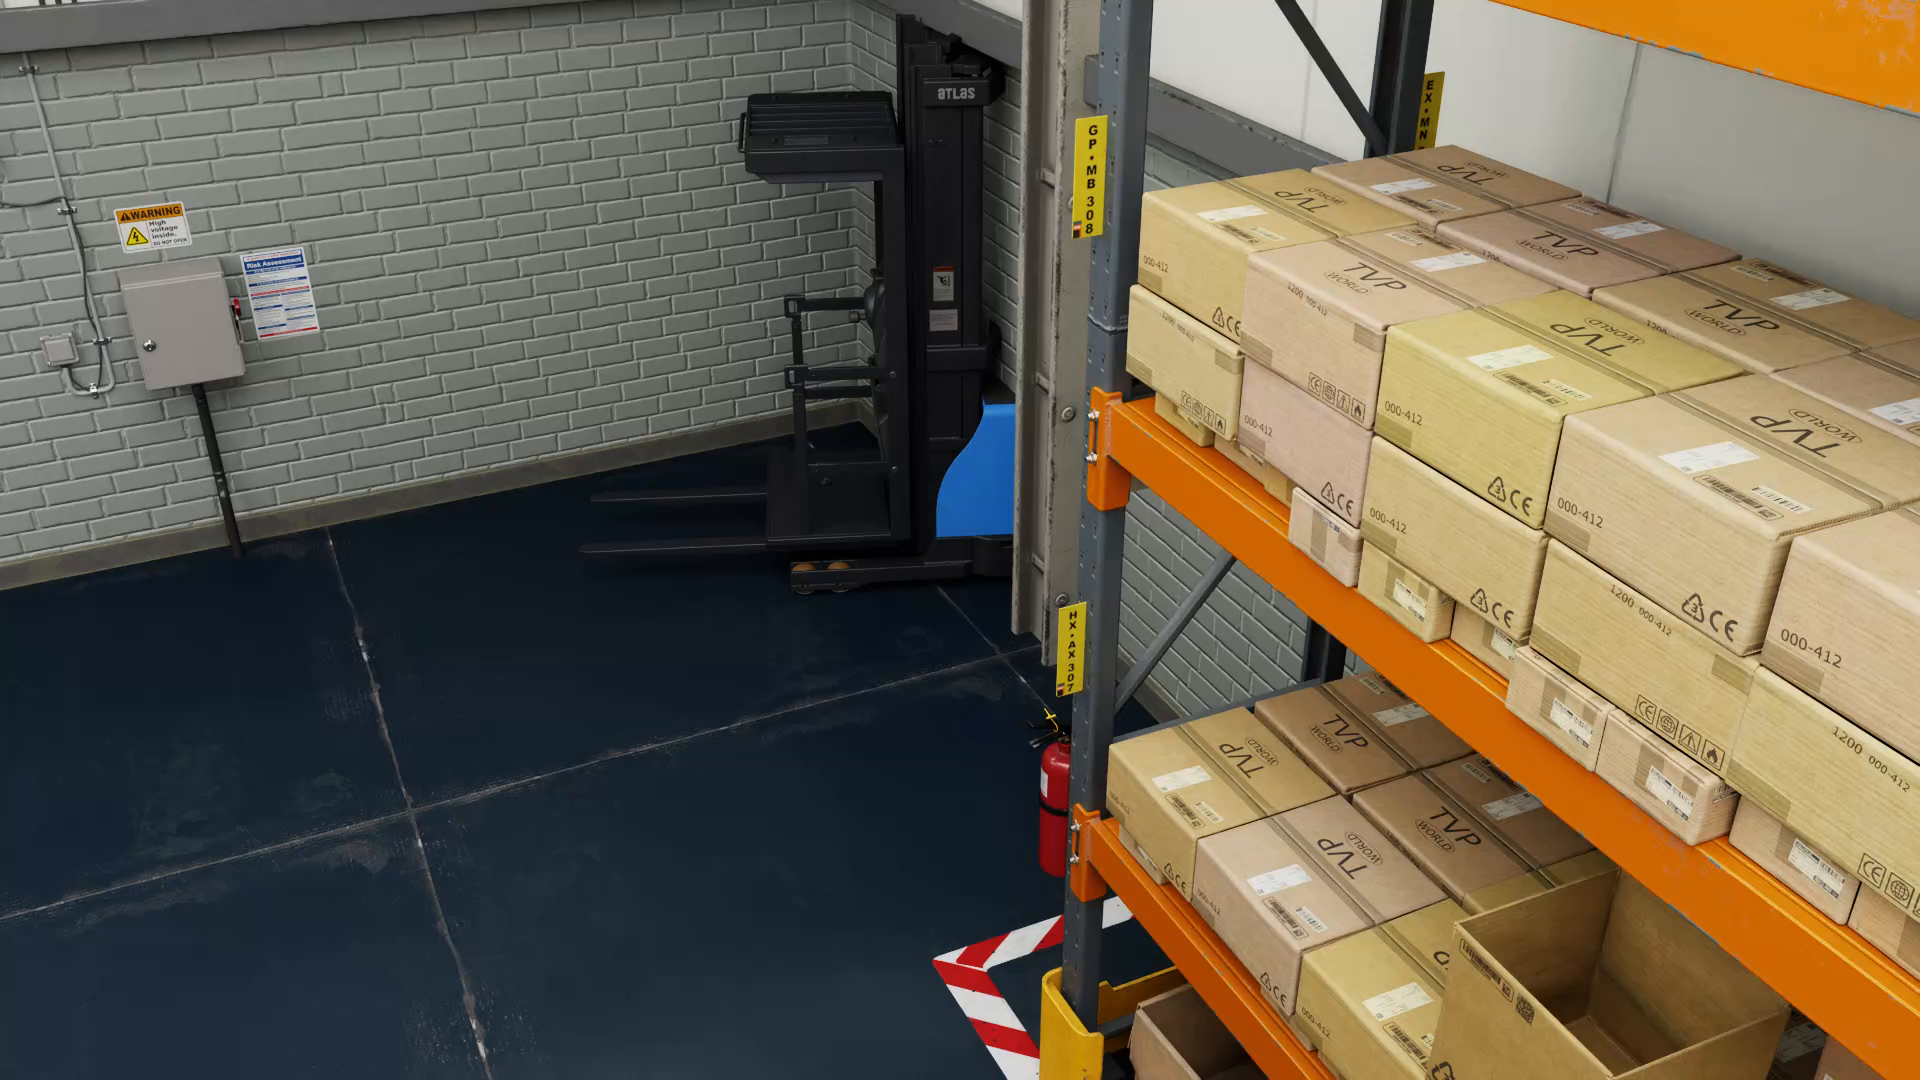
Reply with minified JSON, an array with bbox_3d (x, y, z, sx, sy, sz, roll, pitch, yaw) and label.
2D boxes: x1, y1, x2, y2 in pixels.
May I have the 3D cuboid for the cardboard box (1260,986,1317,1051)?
[{"bbox_3d":[1.081,1.255,4.702,0.380,0.149,0.250,-12,31,-20],"label":"cardboard box"}]

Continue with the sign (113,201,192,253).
[{"bbox_3d":[-4.263,-1.652,8.785,0.339,0.242,0.001,-13,32,-22],"label":"sign"}]

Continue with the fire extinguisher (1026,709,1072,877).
[{"bbox_3d":[0.359,0.835,5.655,0.296,0.674,0.183,-13,32,-22],"label":"fire extinguisher"}]

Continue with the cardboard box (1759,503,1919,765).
[{"bbox_3d":[1.687,0.162,2.665,0.500,0.250,0.500,-12,32,-21],"label":"cardboard box"}]

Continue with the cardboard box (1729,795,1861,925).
[{"bbox_3d":[1.623,0.505,2.973,0.380,0.149,0.250,-13,32,-21],"label":"cardboard box"}]

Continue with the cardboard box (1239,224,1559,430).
[{"bbox_3d":[1.005,-0.507,3.858,0.500,0.250,0.500,-13,32,-22],"label":"cardboard box"}]

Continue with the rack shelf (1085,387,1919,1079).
[{"bbox_3d":[1.698,0.495,3.468,1.077,0.370,4.000,-13,32,-22],"label":"rack shelf"}]

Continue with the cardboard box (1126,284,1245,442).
[{"bbox_3d":[0.783,-0.513,4.380,0.500,0.250,0.500,-13,32,-23],"label":"cardboard box"}]

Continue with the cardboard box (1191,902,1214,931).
[{"bbox_3d":[0.884,1.021,5.118,0.380,0.149,0.250,-12,32,-21],"label":"cardboard box"}]

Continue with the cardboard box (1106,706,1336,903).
[{"bbox_3d":[0.791,0.799,5.107,0.500,0.250,0.500,-13,32,-22],"label":"cardboard box"}]

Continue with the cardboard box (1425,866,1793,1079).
[{"bbox_3d":[1.435,1.135,3.742,0.500,0.500,0.500,-12,32,-21],"label":"cardboard box"}]

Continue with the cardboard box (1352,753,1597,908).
[{"bbox_3d":[1.497,0.918,4.896,0.500,0.250,0.500,-13,32,-22],"label":"cardboard box"}]

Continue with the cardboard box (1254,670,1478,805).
[{"bbox_3d":[1.277,0.690,5.303,0.500,0.250,0.500,-12,31,-21],"label":"cardboard box"}]

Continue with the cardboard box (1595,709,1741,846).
[{"bbox_3d":[1.448,0.404,3.153,0.380,0.149,0.250,-12,32,-21],"label":"cardboard box"}]

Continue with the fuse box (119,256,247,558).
[{"bbox_3d":[-4.124,-0.650,9.160,0.539,1.711,0.414,-13,32,-22],"label":"fuse box"}]

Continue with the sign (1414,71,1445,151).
[{"bbox_3d":[1.349,-1.196,4.843,0.100,0.325,0.005,-13,32,-22],"label":"sign"}]

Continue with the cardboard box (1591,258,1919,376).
[{"bbox_3d":[1.736,-0.391,3.652,0.500,0.250,0.500,-13,32,-21],"label":"cardboard box"}]

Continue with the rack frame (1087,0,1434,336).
[{"bbox_3d":[0.840,-2.010,4.134,1.000,3.000,0.127,-13,32,-22],"label":"rack frame"}]

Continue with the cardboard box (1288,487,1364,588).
[{"bbox_3d":[1.011,-0.044,3.951,0.380,0.149,0.250,-12,32,-21],"label":"cardboard box"}]

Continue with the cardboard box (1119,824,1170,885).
[{"bbox_3d":[0.733,0.919,5.301,0.380,0.149,0.250,-13,32,-22],"label":"cardboard box"}]

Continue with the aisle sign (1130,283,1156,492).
[{"bbox_3d":[0.545,-0.496,4.910,0.394,0.787,0.004,-13,32,-22],"label":"aisle sign"}]

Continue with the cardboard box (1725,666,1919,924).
[{"bbox_3d":[1.681,0.384,2.781,0.500,0.250,0.500,-12,32,-21],"label":"cardboard box"}]

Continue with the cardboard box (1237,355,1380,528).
[{"bbox_3d":[1.020,-0.293,3.987,0.500,0.250,0.500,-12,32,-21],"label":"cardboard box"}]

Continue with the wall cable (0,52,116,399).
[{"bbox_3d":[-4.808,-1.582,8.465,0.588,1.984,0.122,-13,32,-22],"label":"wall cable"}]

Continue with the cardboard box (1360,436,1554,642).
[{"bbox_3d":[1.229,-0.064,3.580,0.500,0.250,0.500,-14,32,-23],"label":"cardboard box"}]

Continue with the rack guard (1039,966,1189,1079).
[{"bbox_3d":[0.872,1.730,6.153,1.175,0.500,0.348,-13,32,-22],"label":"rack guard"}]

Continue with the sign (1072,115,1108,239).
[{"bbox_3d":[0.350,-0.969,4.451,0.100,0.325,0.005,-13,32,-22],"label":"sign"}]

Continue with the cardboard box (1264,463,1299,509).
[{"bbox_3d":[0.997,-0.175,4.186,0.380,0.149,0.250,-13,32,-22],"label":"cardboard box"}]

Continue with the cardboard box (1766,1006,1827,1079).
[{"bbox_3d":[1.930,1.368,4.092,0.500,0.250,0.500,-13,32,-22],"label":"cardboard box"}]

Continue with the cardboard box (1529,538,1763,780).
[{"bbox_3d":[1.472,0.160,3.181,0.500,0.250,0.500,-14,32,-23],"label":"cardboard box"}]

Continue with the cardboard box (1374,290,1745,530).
[{"bbox_3d":[1.233,-0.288,3.468,0.500,0.250,0.500,-14,32,-23],"label":"cardboard box"}]

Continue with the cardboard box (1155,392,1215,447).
[{"bbox_3d":[0.766,-0.403,4.591,0.380,0.149,0.250,-12,32,-21],"label":"cardboard box"}]

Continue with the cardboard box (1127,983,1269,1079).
[{"bbox_3d":[1.017,1.802,5.592,0.797,0.503,0.637,-14,32,-24],"label":"cardboard box"}]

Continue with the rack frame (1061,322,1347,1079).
[{"bbox_3d":[0.840,0.606,5.602,1.000,3.000,0.127,-13,32,-22],"label":"rack frame"}]

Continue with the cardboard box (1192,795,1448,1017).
[{"bbox_3d":[1.008,1.022,4.710,0.500,0.250,0.500,-13,32,-21],"label":"cardboard box"}]

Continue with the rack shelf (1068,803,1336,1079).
[{"bbox_3d":[1.698,1.804,4.202,1.077,0.370,4.000,-13,32,-22],"label":"rack shelf"}]

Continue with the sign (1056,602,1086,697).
[{"bbox_3d":[0.350,0.343,5.187,0.100,0.325,0.005,-13,32,-22],"label":"sign"}]

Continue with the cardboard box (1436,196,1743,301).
[{"bbox_3d":[1.505,-0.617,4.054,0.500,0.250,0.500,-14,32,-23],"label":"cardboard box"}]

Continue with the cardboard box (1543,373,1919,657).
[{"bbox_3d":[1.461,-0.065,3.070,0.500,0.250,0.500,-12,32,-21],"label":"cardboard box"}]

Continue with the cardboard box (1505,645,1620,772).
[{"bbox_3d":[1.337,0.295,3.347,0.380,0.149,0.250,-13,32,-22],"label":"cardboard box"}]

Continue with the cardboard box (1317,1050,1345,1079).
[{"bbox_3d":[1.200,1.371,4.495,0.380,0.149,0.250,-13,32,-21],"label":"cardboard box"}]

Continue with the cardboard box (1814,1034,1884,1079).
[{"bbox_3d":[2.158,1.268,3.504,0.500,0.500,0.500,-14,32,-23],"label":"cardboard box"}]

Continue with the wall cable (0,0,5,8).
[{"bbox_3d":[-5.658,-3.577,6.928,2.355,3.000,0.029,-13,32,-22],"label":"wall cable"}]

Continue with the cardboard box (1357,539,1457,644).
[{"bbox_3d":[1.130,0.070,3.748,0.380,0.149,0.250,-13,32,-22],"label":"cardboard box"}]

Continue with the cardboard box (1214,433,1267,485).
[{"bbox_3d":[0.903,-0.292,4.395,0.380,0.149,0.250,-12,32,-21],"label":"cardboard box"}]

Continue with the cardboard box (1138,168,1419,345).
[{"bbox_3d":[0.803,-0.736,4.266,0.500,0.250,0.500,-13,32,-23],"label":"cardboard box"}]

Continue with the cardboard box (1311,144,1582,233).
[{"bbox_3d":[1.283,-0.847,4.464,0.500,0.250,0.500,-14,32,-23],"label":"cardboard box"}]

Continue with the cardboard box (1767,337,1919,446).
[{"bbox_3d":[1.926,-0.165,3.248,0.500,0.250,0.500,-13,32,-22],"label":"cardboard box"}]

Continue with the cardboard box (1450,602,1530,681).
[{"bbox_3d":[1.292,0.167,3.576,0.380,0.149,0.250,-13,32,-23],"label":"cardboard box"}]

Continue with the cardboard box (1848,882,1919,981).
[{"bbox_3d":[1.736,0.615,2.777,0.380,0.149,0.250,-12,31,-20],"label":"cardboard box"}]

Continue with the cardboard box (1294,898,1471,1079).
[{"bbox_3d":[1.228,1.245,4.312,0.500,0.250,0.500,-14,32,-23],"label":"cardboard box"}]

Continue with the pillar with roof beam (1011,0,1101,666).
[{"bbox_3d":[-3.392,-2.487,4.984,9.100,9.000,0.400,-13,32,-22],"label":"pillar with roof beam"}]

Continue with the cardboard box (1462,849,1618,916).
[{"bbox_3d":[1.705,1.137,4.504,0.500,0.250,0.500,-12,31,-20],"label":"cardboard box"}]

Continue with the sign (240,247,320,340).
[{"bbox_3d":[-3.767,-1.366,9.216,0.329,0.494,0.001,-13,32,-22],"label":"sign"}]

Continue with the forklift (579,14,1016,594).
[{"bbox_3d":[-0.628,-1.250,8.982,3.031,2.935,1.130,-3,29,-5],"label":"forklift"}]

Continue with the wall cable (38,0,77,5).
[{"bbox_3d":[-3.126,-4.161,7.932,2.988,3.039,0.133,-13,32,-22],"label":"wall cable"}]
